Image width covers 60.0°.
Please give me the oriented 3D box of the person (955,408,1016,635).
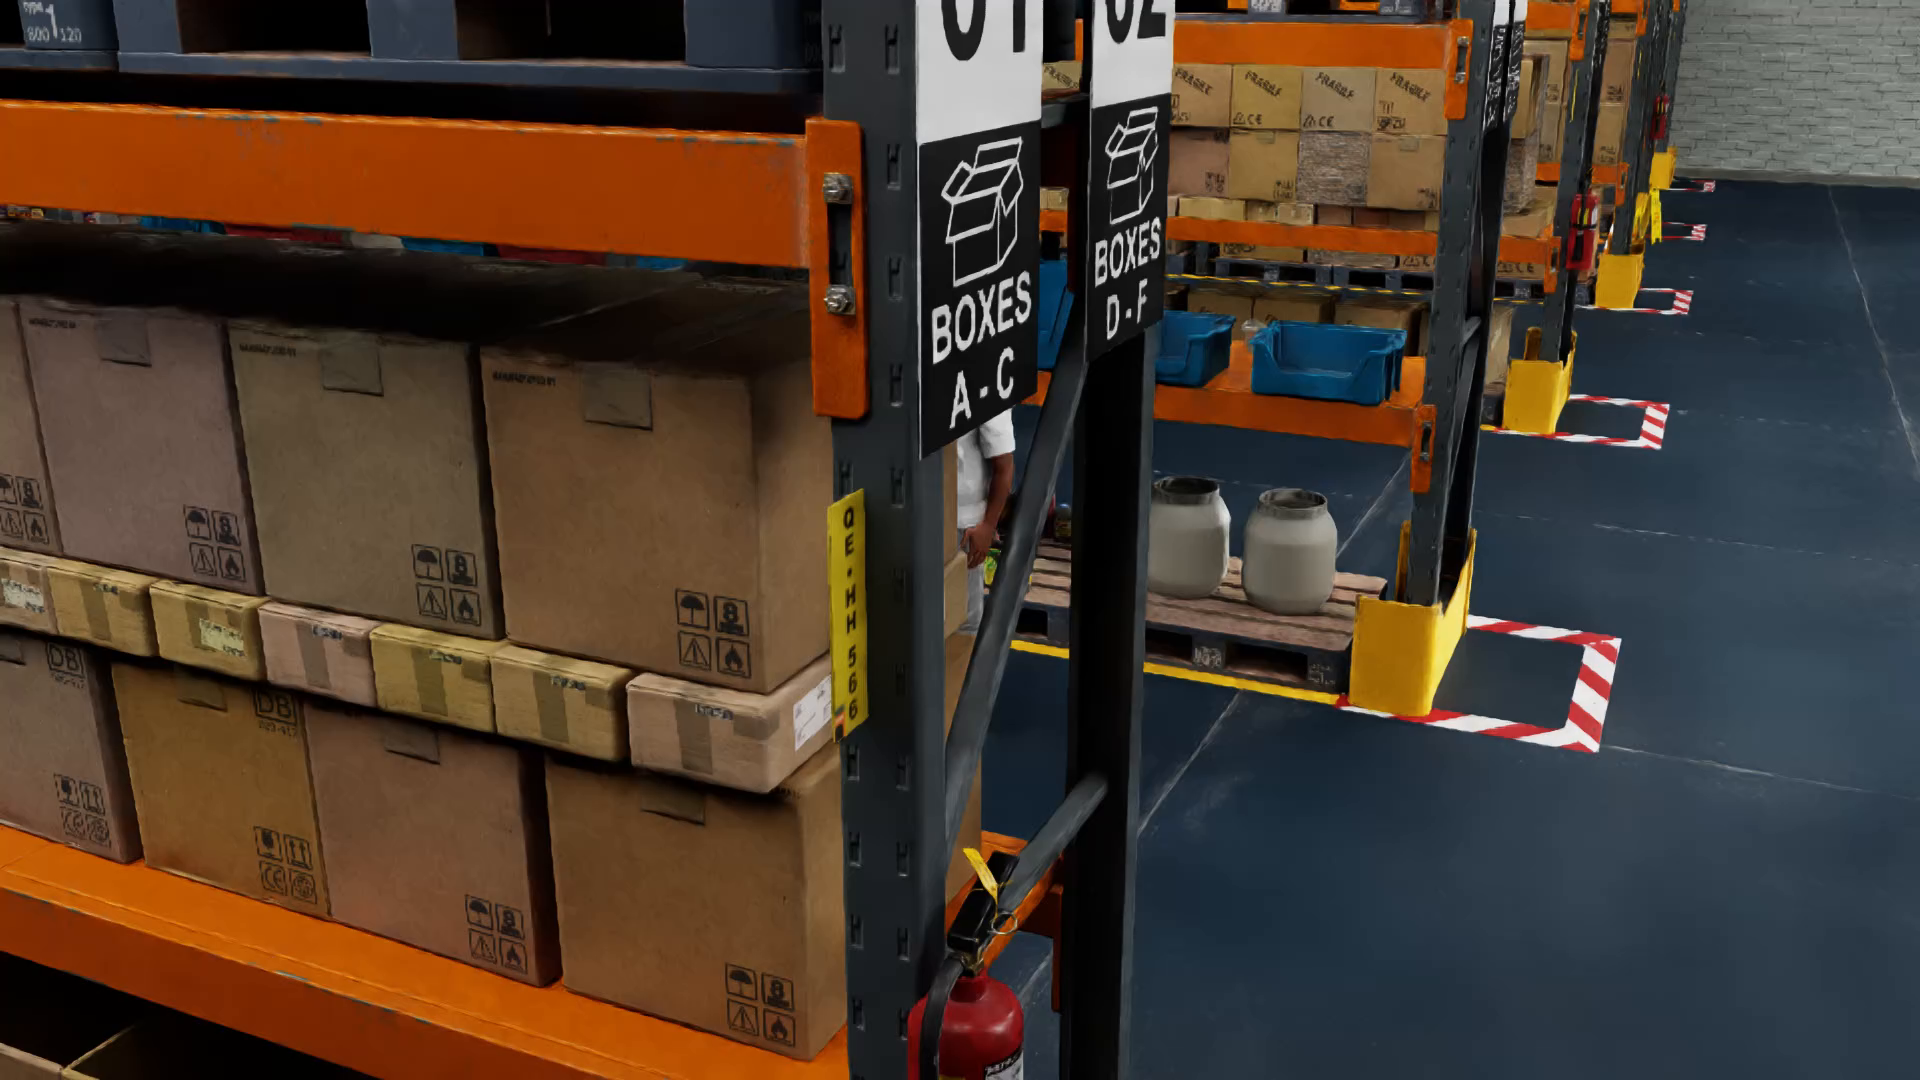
[{"bbox_3d":[-0.092,-0.068,6.700,0.627,1.802,0.413,14,23,35],"label":"person"}]
